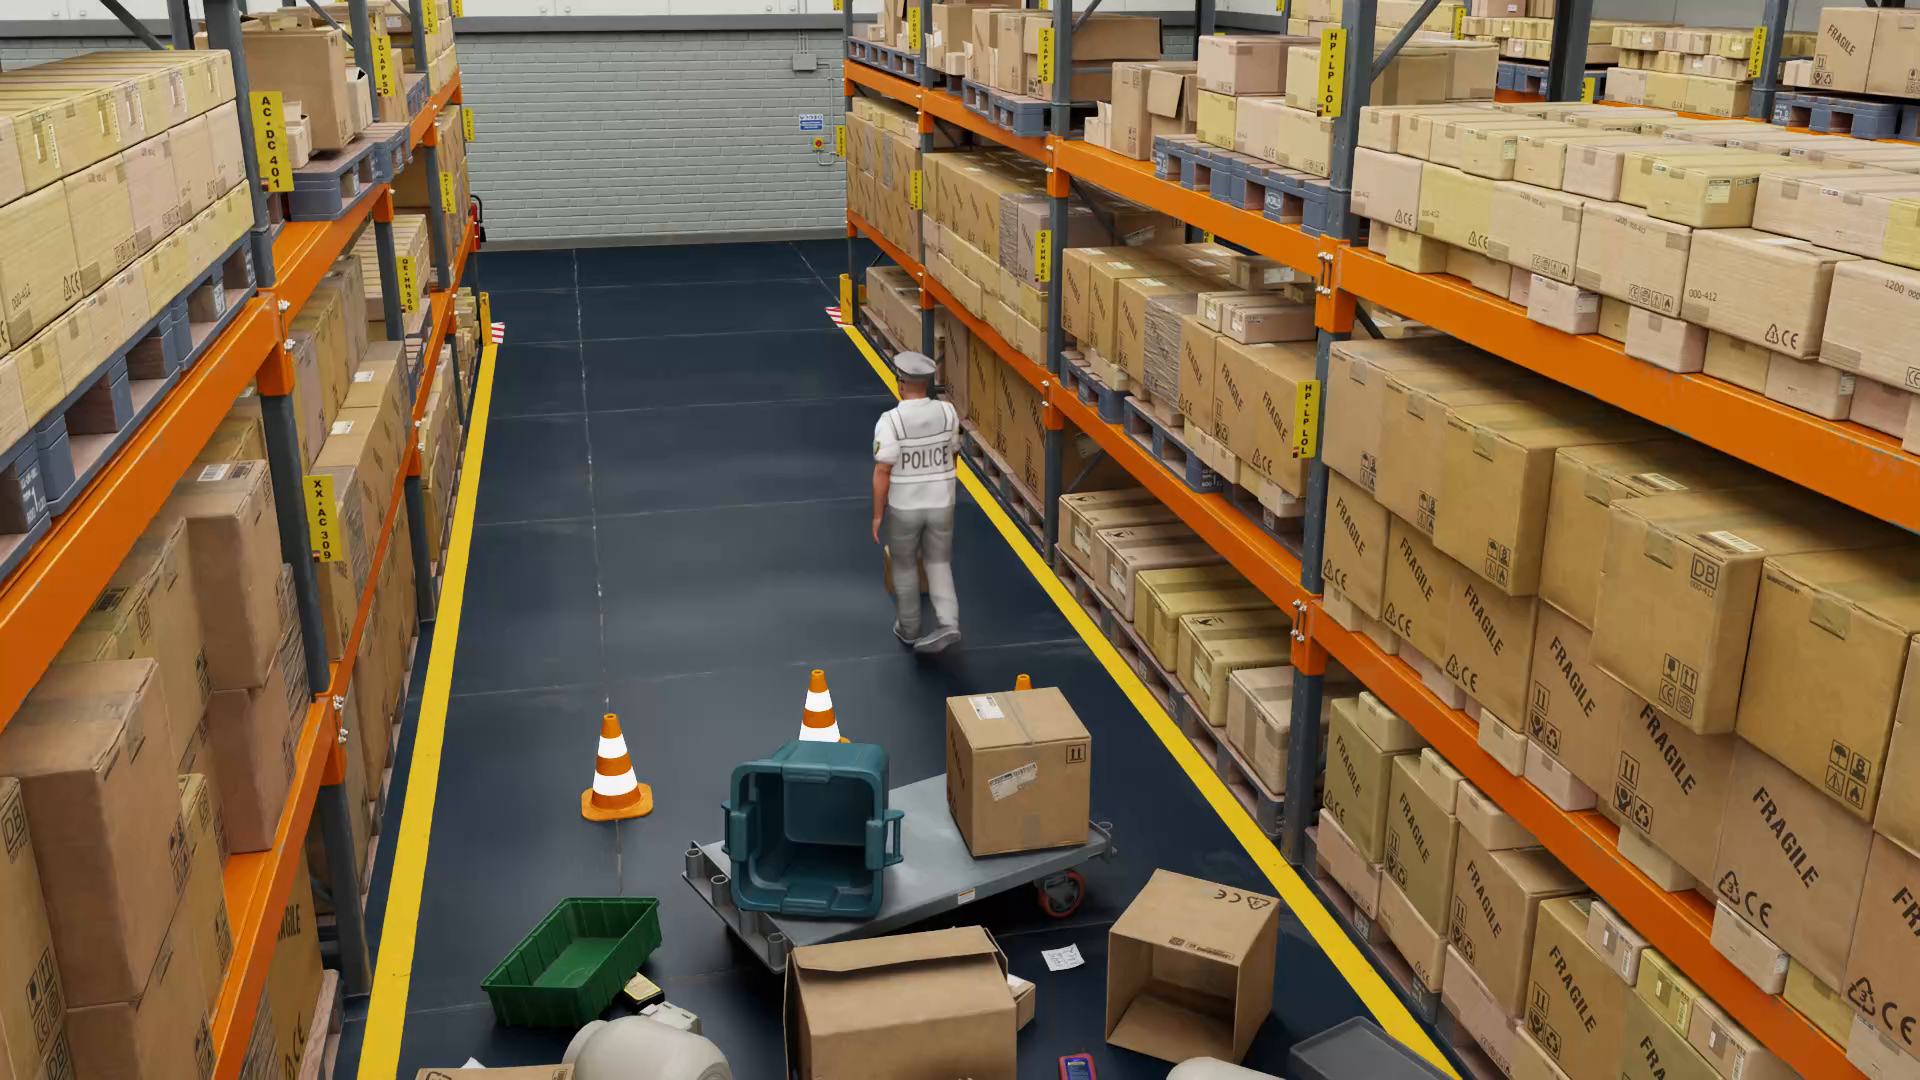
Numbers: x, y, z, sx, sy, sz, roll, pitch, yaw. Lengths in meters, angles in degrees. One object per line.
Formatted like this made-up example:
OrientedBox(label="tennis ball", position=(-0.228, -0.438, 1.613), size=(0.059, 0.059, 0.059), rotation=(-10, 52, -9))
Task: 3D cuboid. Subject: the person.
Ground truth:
OrientedBox(label="person", position=(-0.250, -0.190, 9.572), size=(0.563, 1.760, 0.703), rotation=(-6, 20, -18))
